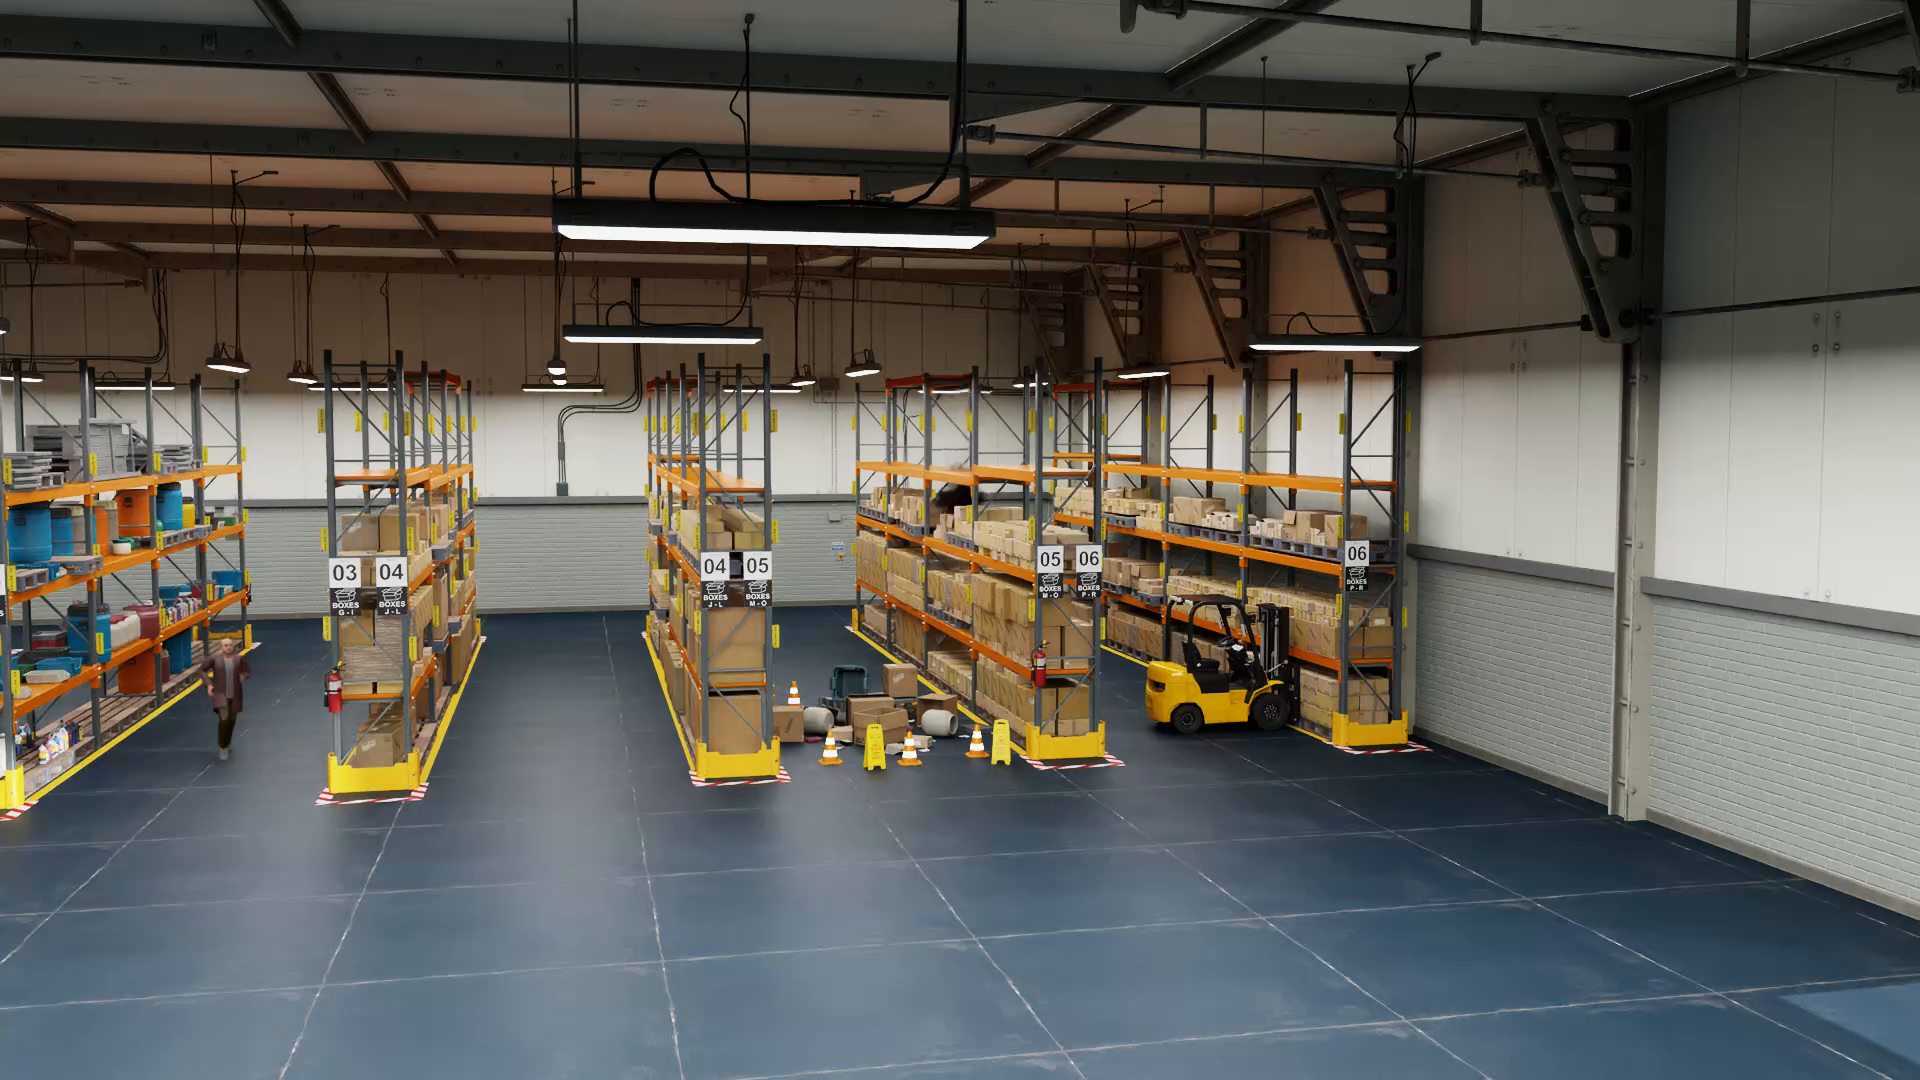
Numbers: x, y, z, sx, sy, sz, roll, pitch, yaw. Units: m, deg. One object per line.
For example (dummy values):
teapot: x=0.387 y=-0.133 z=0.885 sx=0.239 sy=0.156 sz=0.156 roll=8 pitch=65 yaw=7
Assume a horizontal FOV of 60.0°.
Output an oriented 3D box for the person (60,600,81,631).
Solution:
person: x=-17.097 y=1.961 z=32.209 sx=0.594 sy=1.627 sz=0.536 roll=-1 pitch=4 yaw=-13

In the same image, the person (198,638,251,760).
person: x=-11.018 y=2.389 z=25.007 sx=0.681 sy=1.837 sz=0.829 roll=-3 pitch=5 yaw=-40
